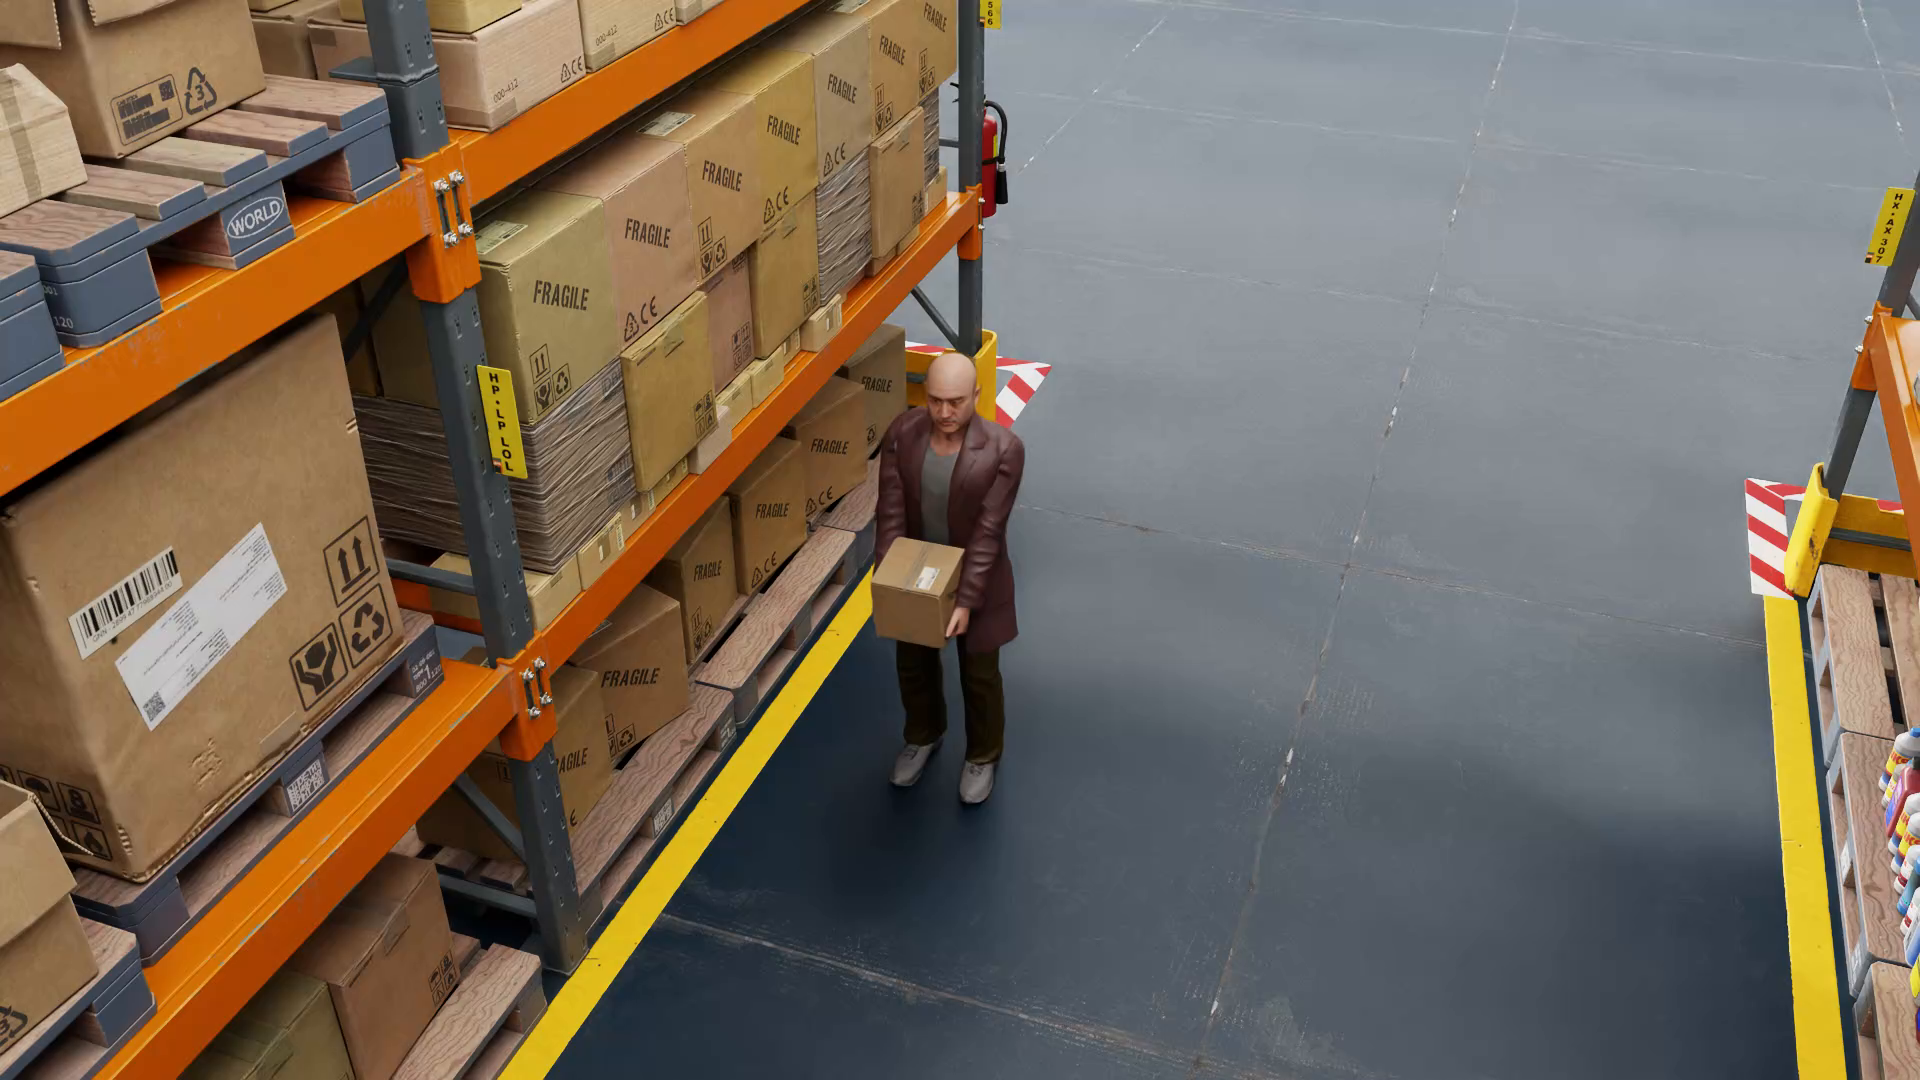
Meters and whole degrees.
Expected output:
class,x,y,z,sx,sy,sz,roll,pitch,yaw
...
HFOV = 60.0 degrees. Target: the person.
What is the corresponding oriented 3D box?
class,x,y,z,sx,sy,sz,roll,pitch,yaw
person,-0.067,0.179,5.880,0.528,1.779,0.569,11,34,17
